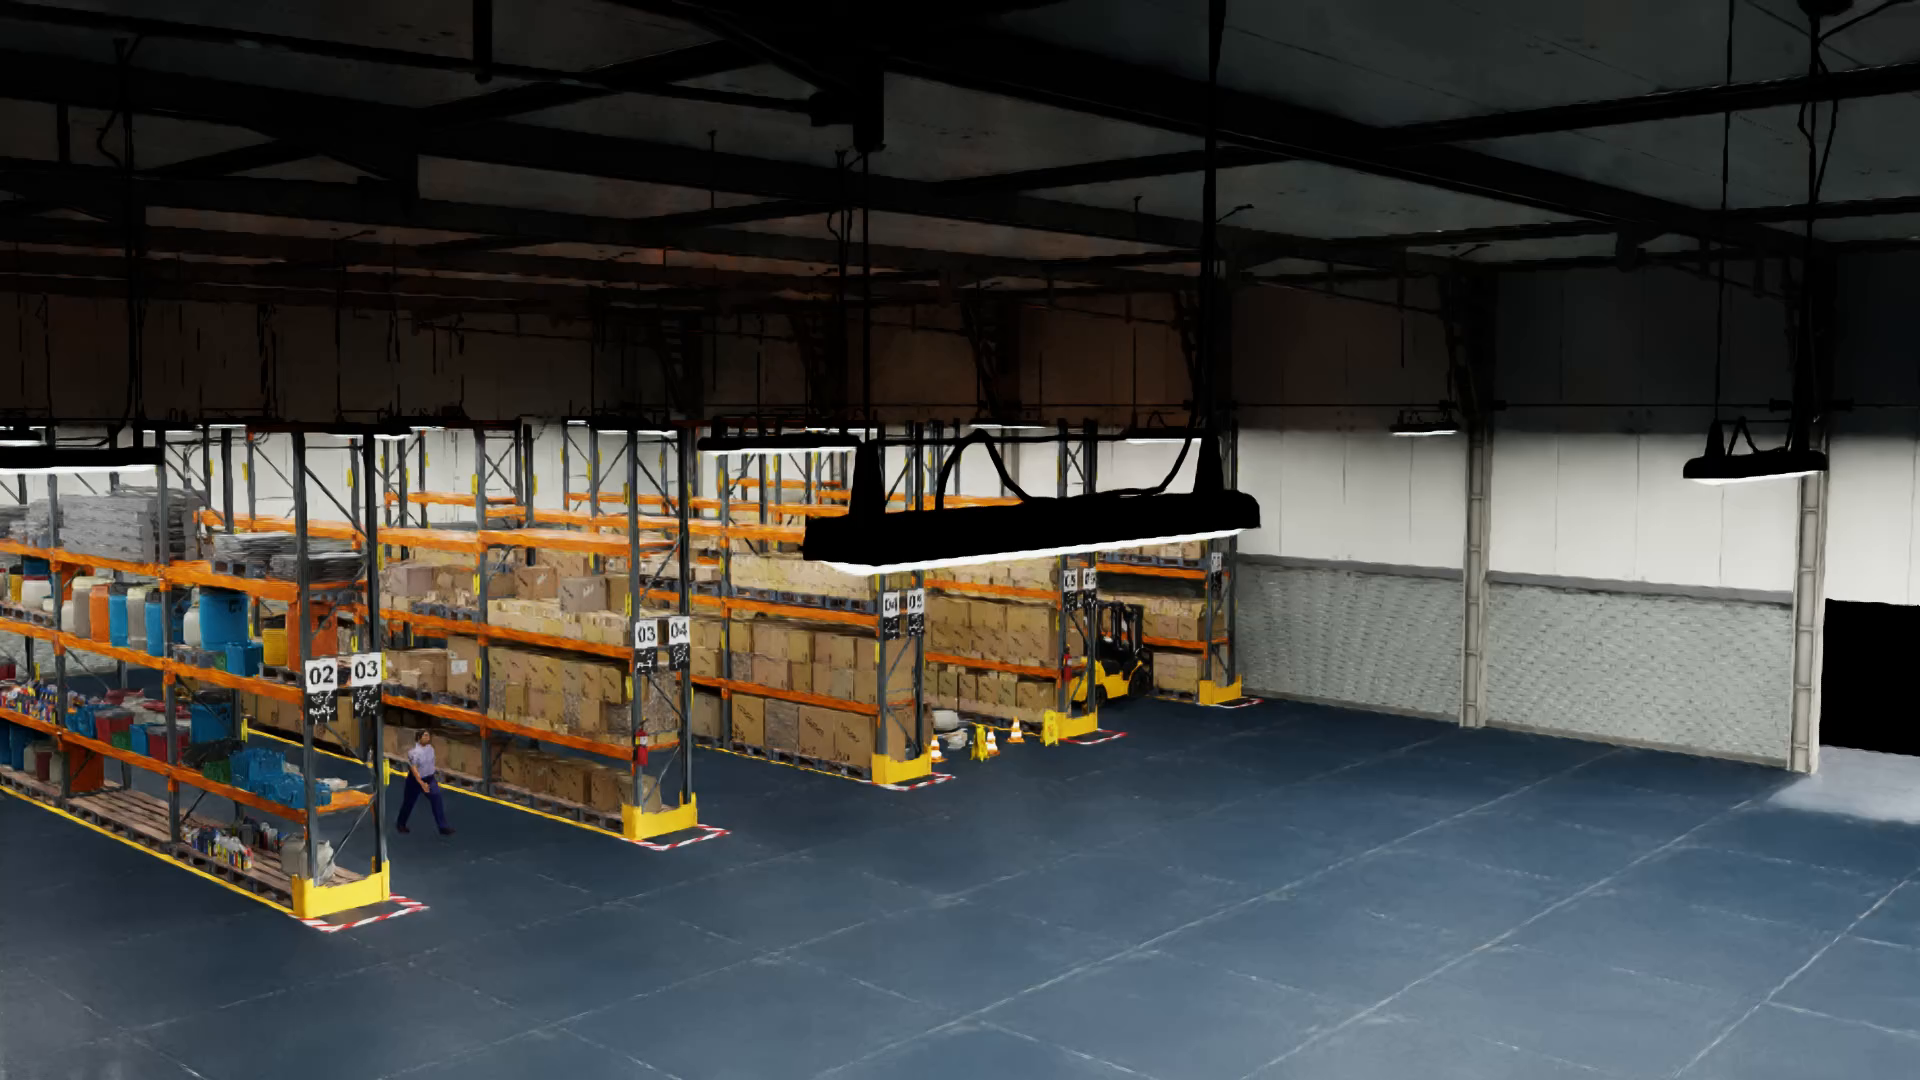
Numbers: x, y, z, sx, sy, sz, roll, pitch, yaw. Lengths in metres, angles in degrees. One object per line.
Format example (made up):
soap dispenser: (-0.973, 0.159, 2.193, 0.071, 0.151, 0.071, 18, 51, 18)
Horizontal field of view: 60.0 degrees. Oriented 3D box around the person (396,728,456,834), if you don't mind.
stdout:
person: (-7.890, 3.535, 24.396, 0.999, 1.580, 0.478, 3, 6, 34)
